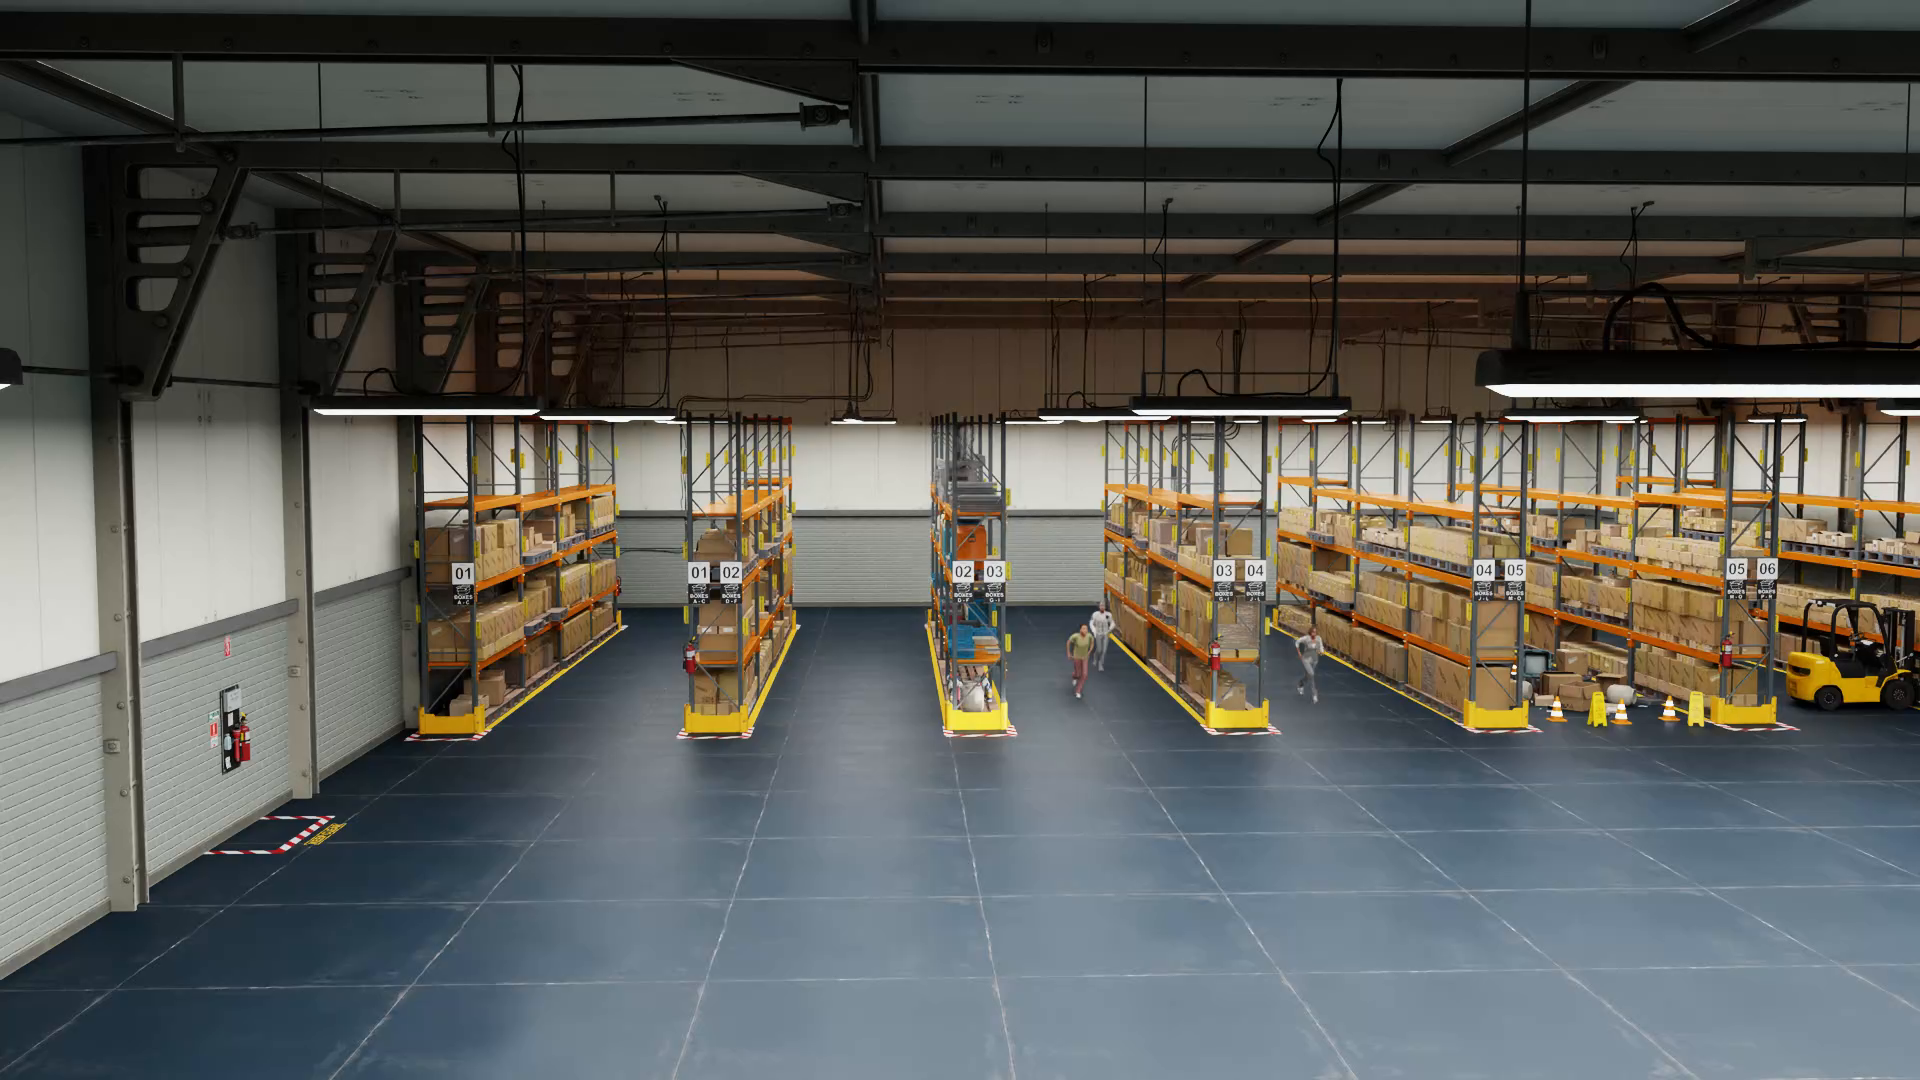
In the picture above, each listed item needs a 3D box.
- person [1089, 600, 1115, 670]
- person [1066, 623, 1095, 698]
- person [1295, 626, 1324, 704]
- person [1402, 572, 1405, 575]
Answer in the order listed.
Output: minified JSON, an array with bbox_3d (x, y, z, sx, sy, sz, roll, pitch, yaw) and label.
[{"bbox_3d":[3.359,2.237,39.119,0.604,1.669,0.567,0,4,-2],"label":"person"},{"bbox_3d":[2.555,2.538,35.396,0.574,1.604,0.724,-1,4,-16],"label":"person"},{"bbox_3d":[7.296,2.572,34.817,0.539,1.594,0.945,-1,4,-17],"label":"person"},{"bbox_3d":[12.071,1.794,44.937,0.600,1.834,0.853,-1,4,-12],"label":"person"}]
